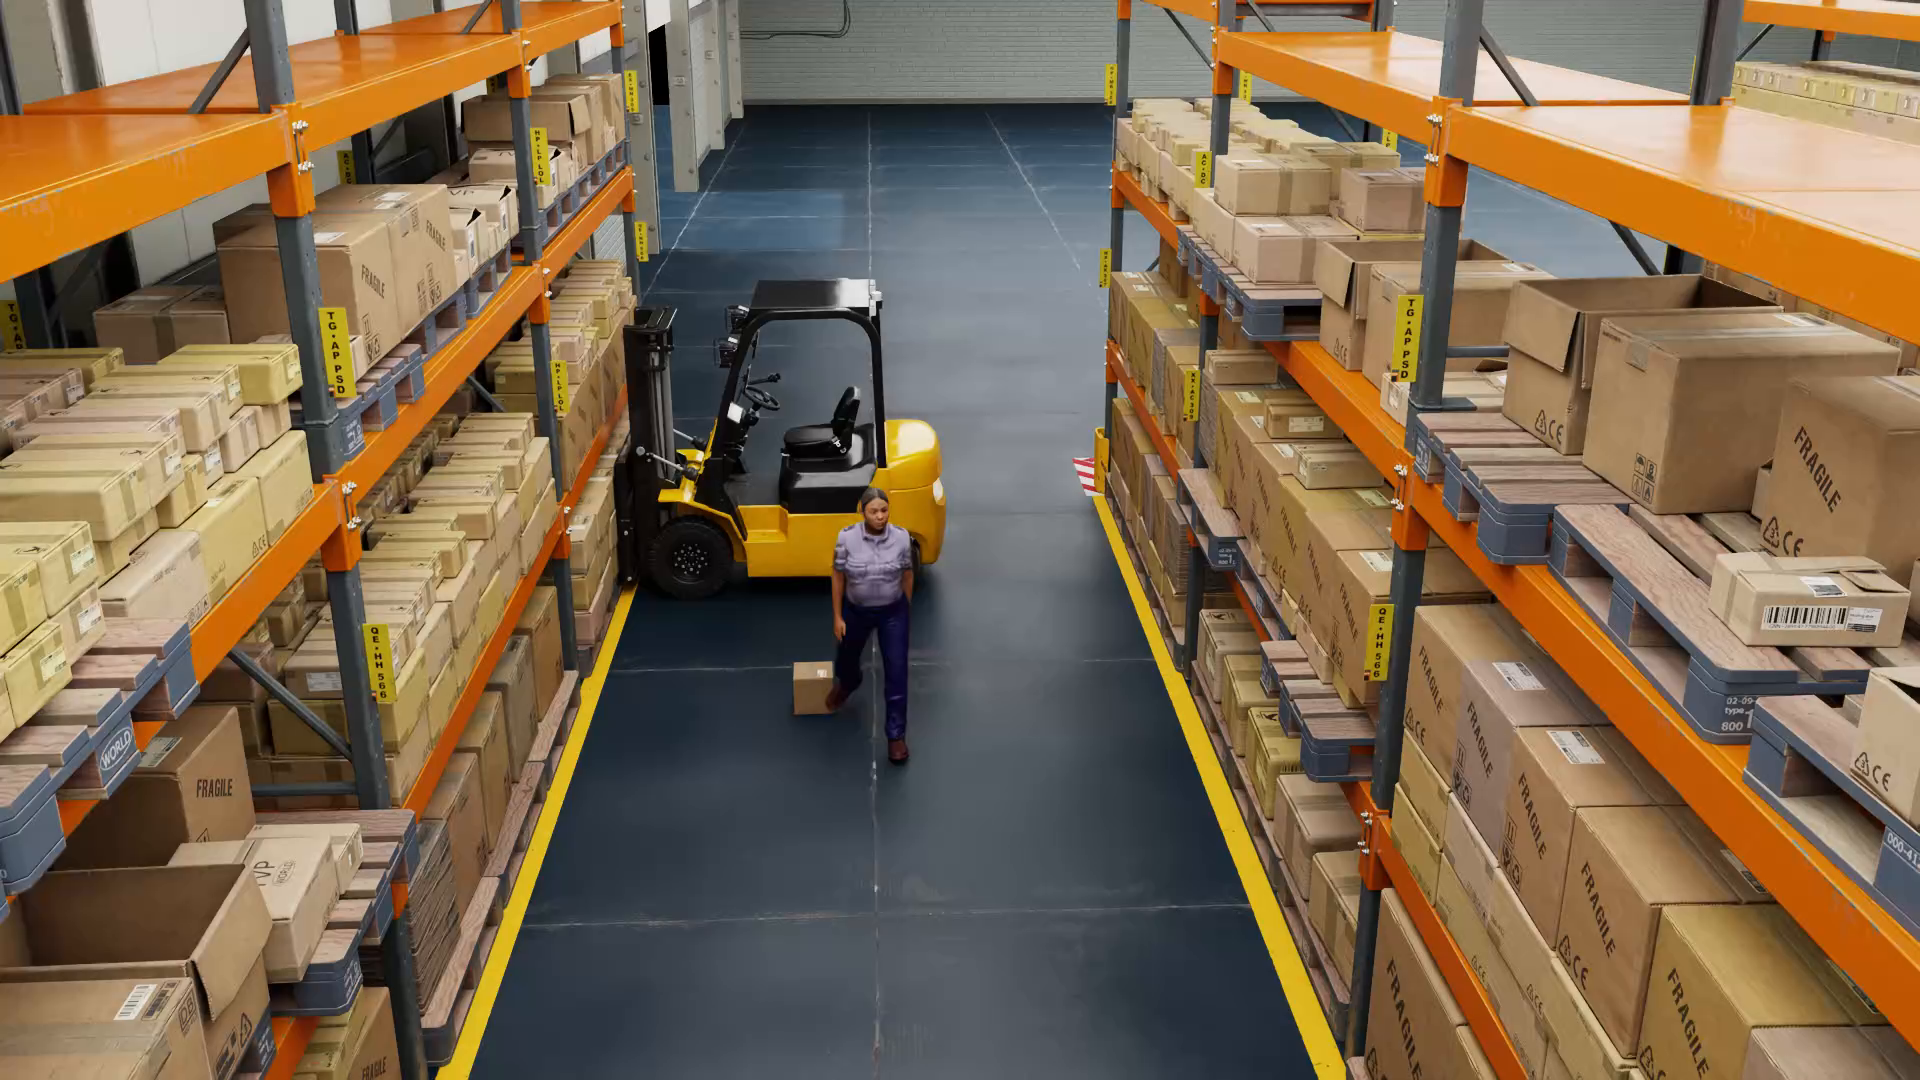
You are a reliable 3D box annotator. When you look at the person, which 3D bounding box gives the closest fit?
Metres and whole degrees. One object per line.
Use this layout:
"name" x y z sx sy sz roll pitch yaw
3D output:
"person" -0.553 0.431 9.949 0.552 1.601 0.844 -1 21 -3
